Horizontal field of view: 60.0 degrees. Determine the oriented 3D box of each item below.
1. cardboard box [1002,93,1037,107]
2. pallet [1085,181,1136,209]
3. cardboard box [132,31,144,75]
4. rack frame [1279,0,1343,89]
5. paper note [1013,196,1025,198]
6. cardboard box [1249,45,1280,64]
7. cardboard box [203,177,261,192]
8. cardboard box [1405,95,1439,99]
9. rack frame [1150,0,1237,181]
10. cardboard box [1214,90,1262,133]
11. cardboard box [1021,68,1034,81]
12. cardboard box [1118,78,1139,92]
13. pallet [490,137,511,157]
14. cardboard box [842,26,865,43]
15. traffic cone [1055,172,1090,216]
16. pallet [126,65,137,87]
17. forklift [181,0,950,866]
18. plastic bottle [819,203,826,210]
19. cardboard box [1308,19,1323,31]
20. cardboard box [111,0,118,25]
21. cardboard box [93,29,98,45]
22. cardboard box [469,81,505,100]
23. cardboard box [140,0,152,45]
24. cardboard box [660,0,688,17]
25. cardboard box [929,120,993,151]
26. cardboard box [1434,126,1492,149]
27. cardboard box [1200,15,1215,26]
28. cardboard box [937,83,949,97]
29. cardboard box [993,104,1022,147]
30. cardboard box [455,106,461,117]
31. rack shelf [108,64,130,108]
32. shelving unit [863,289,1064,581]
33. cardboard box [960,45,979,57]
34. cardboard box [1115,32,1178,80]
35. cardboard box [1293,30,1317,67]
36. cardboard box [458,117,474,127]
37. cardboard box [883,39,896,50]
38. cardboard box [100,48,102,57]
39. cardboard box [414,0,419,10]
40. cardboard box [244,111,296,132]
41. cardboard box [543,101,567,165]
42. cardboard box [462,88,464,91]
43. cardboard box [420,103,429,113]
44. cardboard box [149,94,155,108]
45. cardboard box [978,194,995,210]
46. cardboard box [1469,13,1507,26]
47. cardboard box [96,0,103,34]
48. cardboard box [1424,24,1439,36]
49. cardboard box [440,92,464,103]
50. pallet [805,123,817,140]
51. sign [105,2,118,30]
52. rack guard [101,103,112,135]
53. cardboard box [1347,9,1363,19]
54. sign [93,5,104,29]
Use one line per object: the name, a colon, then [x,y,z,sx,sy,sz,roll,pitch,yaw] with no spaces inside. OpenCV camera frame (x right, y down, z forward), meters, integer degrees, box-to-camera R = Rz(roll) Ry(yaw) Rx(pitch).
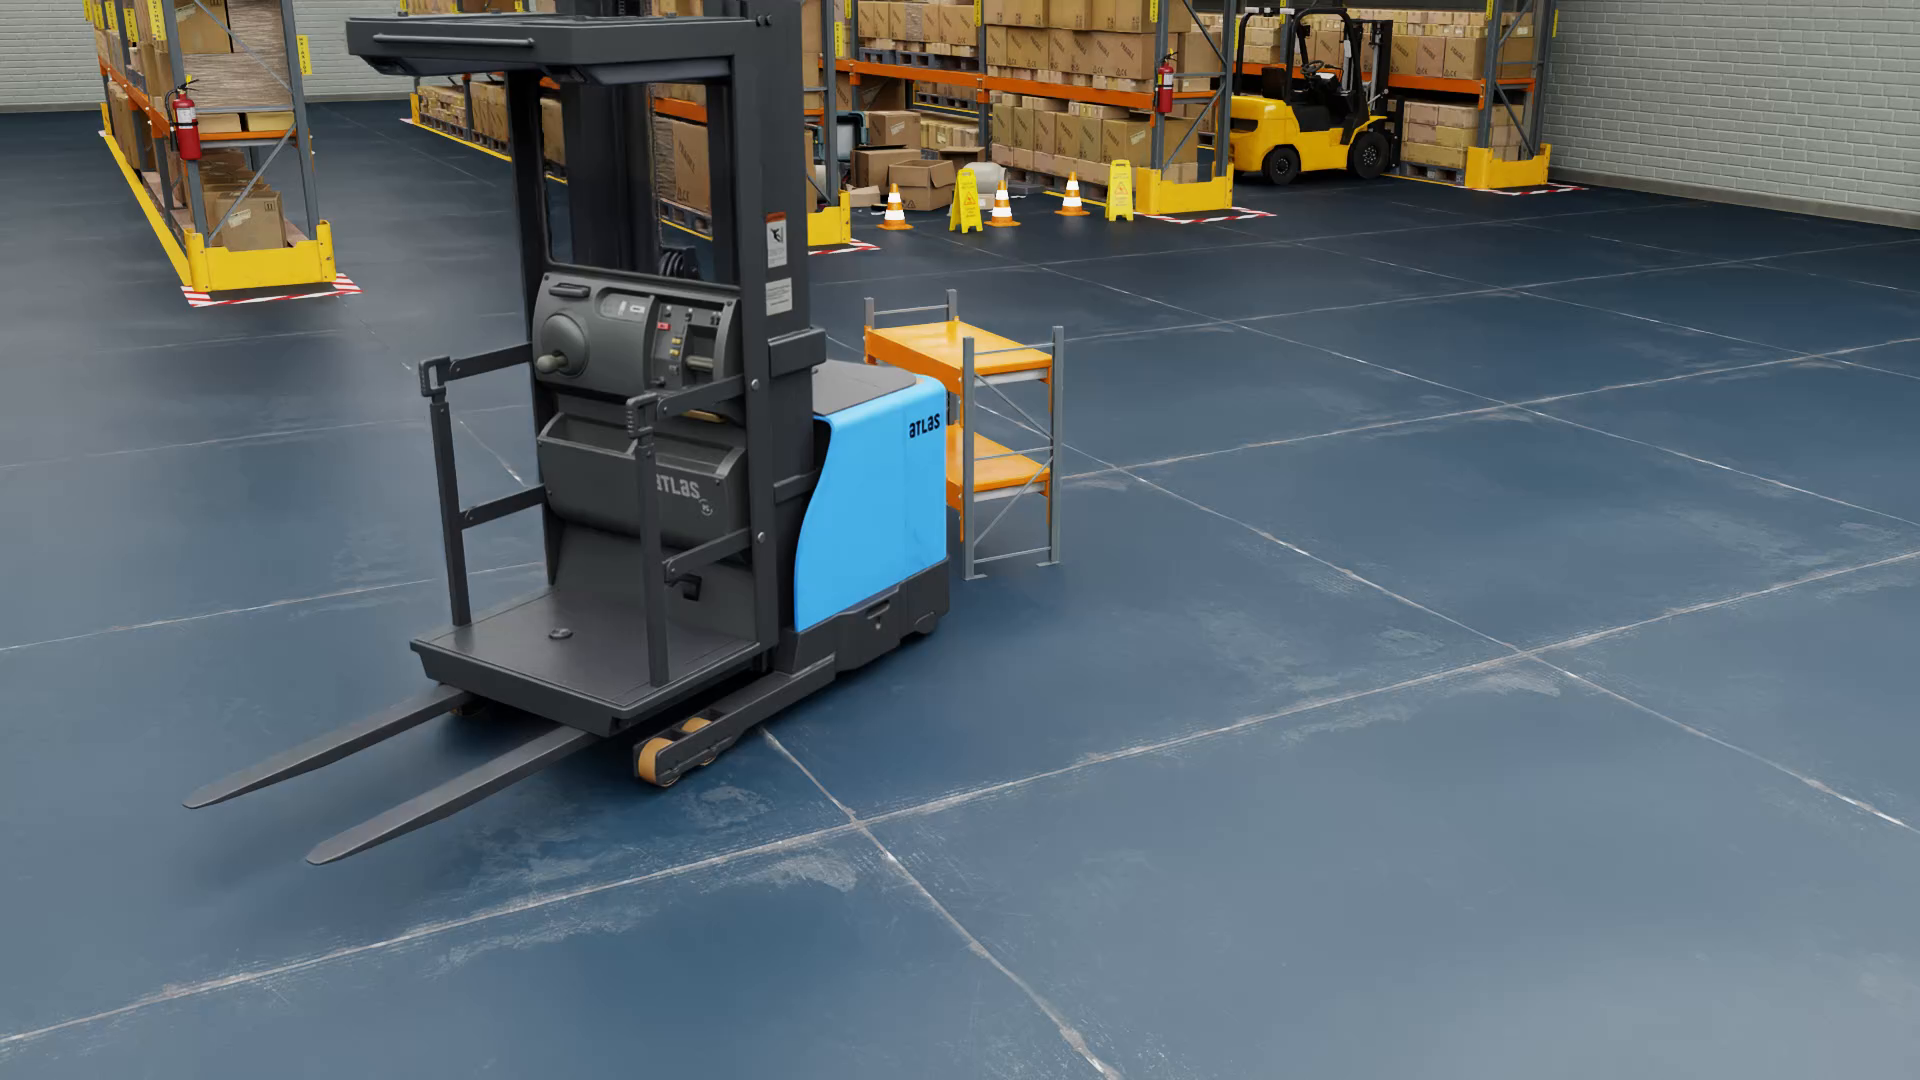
cardboard box: [0.763,-5.651,21.337,0.380,0.149,0.250,-10,21,-26]
pallet: [2.223,-4.142,19.810,1.003,0.211,1.213,-10,21,-27]
cardboard box: [-8.912,-5.543,18.795,0.797,0.503,0.637,-8,20,-21]
rack frame: [5.081,-7.117,24.159,1.000,3.000,0.127,-10,21,-27]
paper note: [0.708,-4.168,20.165,0.148,0.019,0.142,16,25,39]
cardboard box: [4.611,-7.151,24.486,0.500,0.250,0.500,-9,21,-25]
cardboard box: [-6.984,-3.212,16.030,0.500,0.500,0.500,-8,21,-22]
cardboard box: [6.213,-5.944,22.798,0.500,0.250,0.500,-10,22,-28]
rack frame: [2.614,-5.199,18.600,1.000,3.000,0.127,-10,21,-27]
cardboard box: [4.462,-6.565,25.556,0.875,0.625,0.625,-10,22,-27]
cardboard box: [0.987,-5.876,20.948,0.380,0.149,0.250,-9,21,-25]
cardboard box: [2.030,-5.210,19.018,0.380,0.149,0.250,-10,22,-27]
pallet: [-6.439,-5.956,25.069,1.003,0.211,1.213,-10,21,-27]
cardboard box: [-1.639,-7.761,25.488,0.500,0.250,0.500,-10,21,-27]
traffic cone: [1.274,-3.924,18.793,0.336,0.463,0.334,-10,21,-27]
pallet: [-9.474,-5.682,20.294,1.213,0.211,1.003,-10,21,-27]
forklift: [-1.278,-0.717,5.717,1.130,2.935,3.031,12,23,32]
plastic bottle: [-1.487,-3.866,19.242,0.133,0.061,0.283,16,25,39]
cardboard box: [5.125,-7.265,23.439,0.380,0.149,0.250,-9,21,-25]
cardboard box: [-11.495,-7.449,23.428,0.797,0.503,0.637,-11,22,-28]
cardboard box: [-13.715,-8.147,26.918,0.500,0.250,0.500,-11,22,-28]
cardboard box: [-7.275,-6.967,25.761,0.500,0.250,0.500,-11,22,-29]
cardboard box: [-7.541,-5.018,15.932,0.500,0.500,0.500,-10,21,-27]
cardboard box: [-2.692,-5.555,17.745,0.875,0.550,0.500,-10,21,-27]
cardboard box: [0.119,-5.660,23.320,0.950,0.372,0.625,-9,21,-23]
cardboard box: [6.474,-5.196,21.395,0.500,0.250,0.500,-10,22,-27]
cardboard box: [3.896,-7.961,25.457,0.380,0.149,0.250,-11,22,-28]
cardboard box: [-0.039,-9.138,33.202,0.700,0.500,0.500,-9,21,-24]
cardboard box: [0.757,-5.390,21.574,0.500,0.500,0.500,-9,21,-24]
cardboard box: [-7.962,-6.957,26.964,0.380,0.149,0.250,-11,22,-29]
rack shelf: [-10.856,-6.195,22.589,1.077,0.370,4.000,-10,21,-27]
shelving unit: [-0.003,-0.534,7.954,0.538,1.125,1.048,-10,21,-27]
cardboard box: [0.227,-6.532,22.205,0.380,0.149,0.250,-10,21,-26]
cardboard box: [2.114,-5.500,18.864,0.500,0.500,0.500,-10,22,-28]
cardboard box: [5.062,-6.997,23.657,0.500,0.500,0.500,-11,22,-28]
cardboard box: [-7.879,-6.759,26.847,0.380,0.149,0.250,-10,21,-26]
cardboard box: [-0.888,-7.199,24.138,0.380,0.149,0.250,-10,21,-26]
cardboard box: [-13.215,-7.617,25.992,0.380,0.149,0.250,-10,22,-27]
cardboard box: [-9.068,-9.343,28.468,0.500,0.500,0.500,-9,21,-25]
cardboard box: [-6.033,-3.664,14.537,0.380,0.149,0.250,-10,21,-27]
cardboard box: [-4.865,-5.396,21.976,1.050,0.750,0.750,-10,21,-26]
cardboard box: [-8.447,-7.796,28.941,0.380,0.149,0.250,-11,22,-29]
cardboard box: [-9.325,-7.648,29.422,0.380,0.149,0.250,-10,21,-26]
cardboard box: [-8.062,-4.512,16.993,0.380,0.149,0.250,-10,21,-27]
cardboard box: [0.214,-3.915,19.249,0.380,0.149,0.250,1,19,2]
cardboard box: [6.625,-6.534,20.864,0.380,0.149,0.250,-10,21,-27]
cardboard box: [-12.494,-7.768,24.670,0.500,0.500,0.500,-10,21,-26]
cardboard box: [6.245,-6.605,21.526,0.380,0.149,0.250,-10,21,-27]
cardboard box: [-8.475,-7.405,27.808,0.380,0.149,0.250,-11,22,-29]
pallet: [-2.068,-6.765,27.414,1.003,0.211,1.213,-10,21,-27]
sign: [-10.393,-6.421,20.367,0.100,0.325,0.005,-10,21,-27]
rack guard: [-13.717,-7.083,27.891,1.175,0.500,0.348,-10,21,-27]
cardboard box: [5.483,-7.182,22.741,0.380,0.149,0.250,-10,22,-28]
sign: [-12.294,-7.469,23.731,0.100,0.325,0.005,-10,21,-27]
